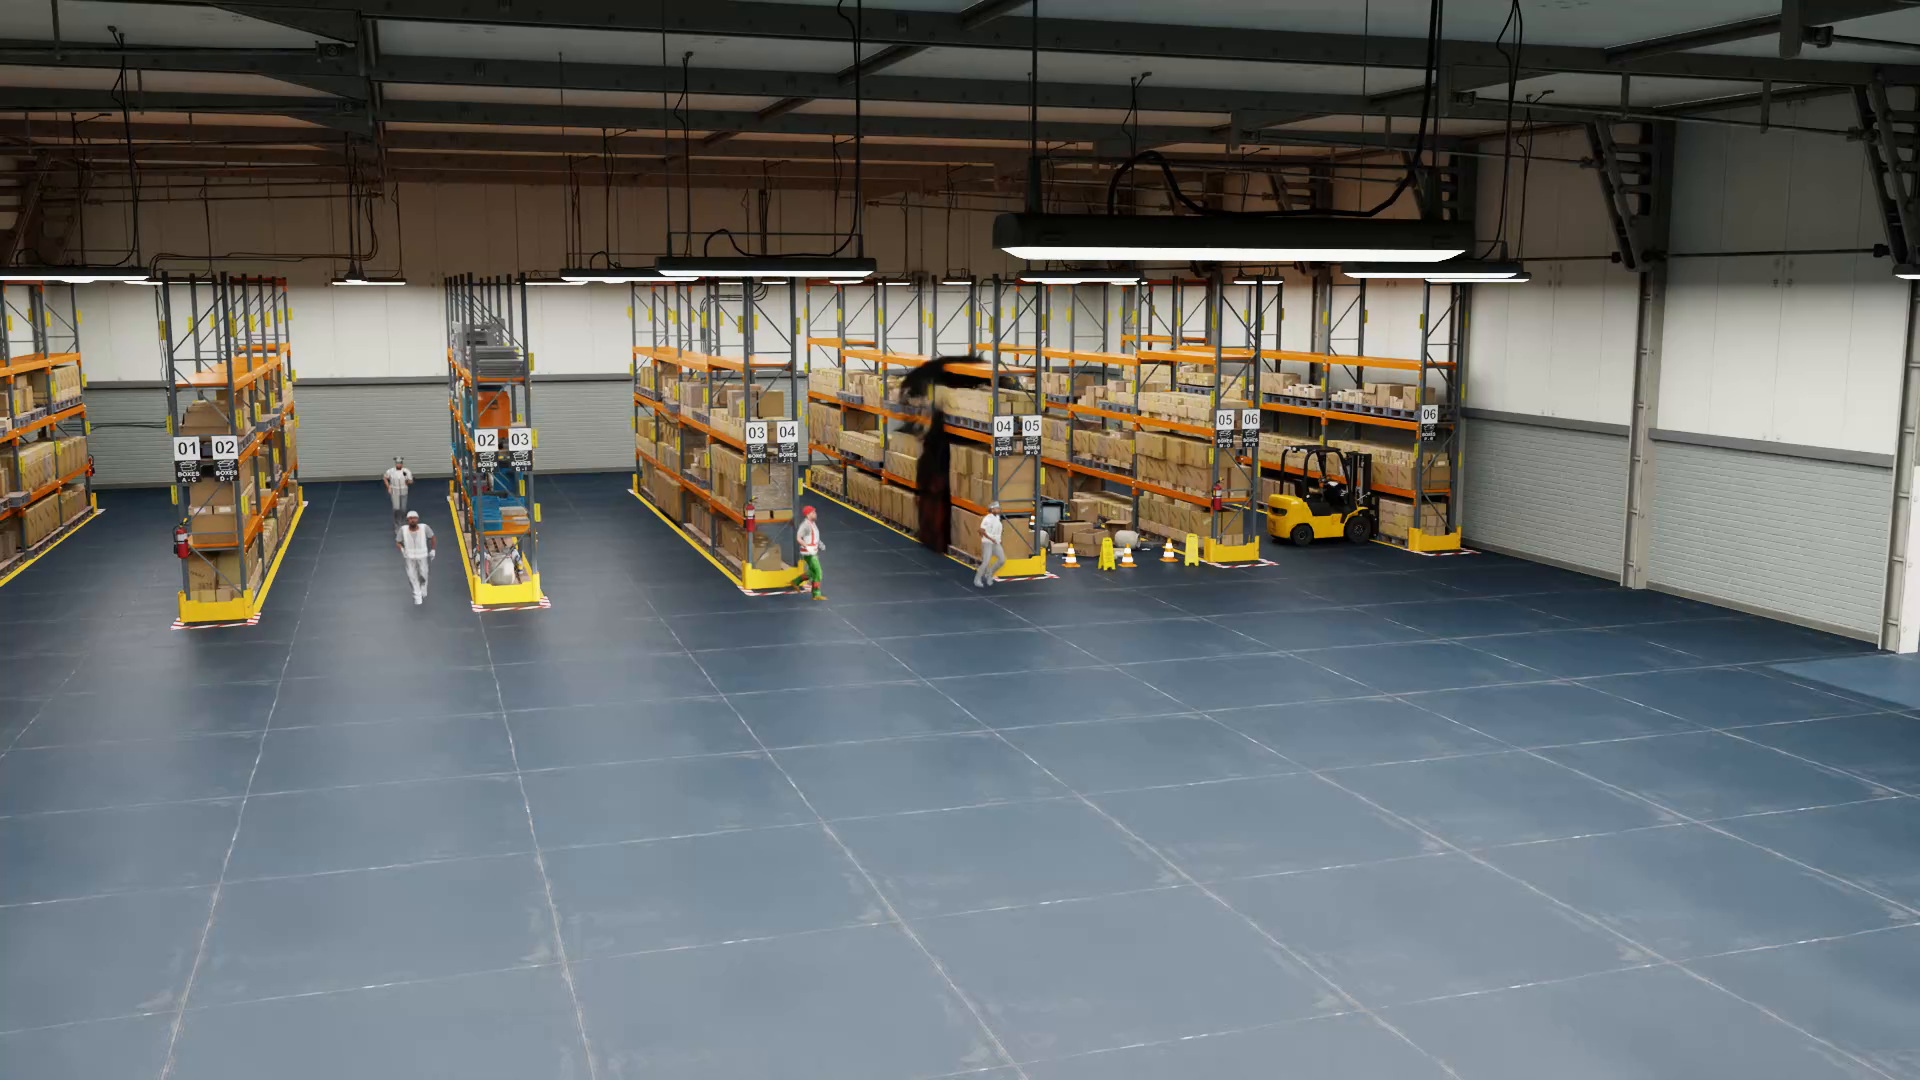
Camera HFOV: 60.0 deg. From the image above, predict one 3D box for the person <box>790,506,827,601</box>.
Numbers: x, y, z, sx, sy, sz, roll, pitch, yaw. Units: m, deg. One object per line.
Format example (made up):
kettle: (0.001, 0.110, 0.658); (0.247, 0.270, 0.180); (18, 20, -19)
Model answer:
person: (-2.820, 0.243, 30.682); (0.744, 1.766, 0.682); (1, 9, 10)

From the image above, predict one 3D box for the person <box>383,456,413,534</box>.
person: (-13.251, -1.062, 39.341); (0.638, 1.853, 0.780); (-5, 10, -28)

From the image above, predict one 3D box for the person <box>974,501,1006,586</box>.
person: (0.643, 0.064, 32.204); (0.597, 1.645, 0.638); (8, 12, 44)

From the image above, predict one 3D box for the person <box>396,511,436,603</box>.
person: (-9.910, 0.321, 30.302); (0.687, 1.722, 0.612); (-2, 9, -16)
